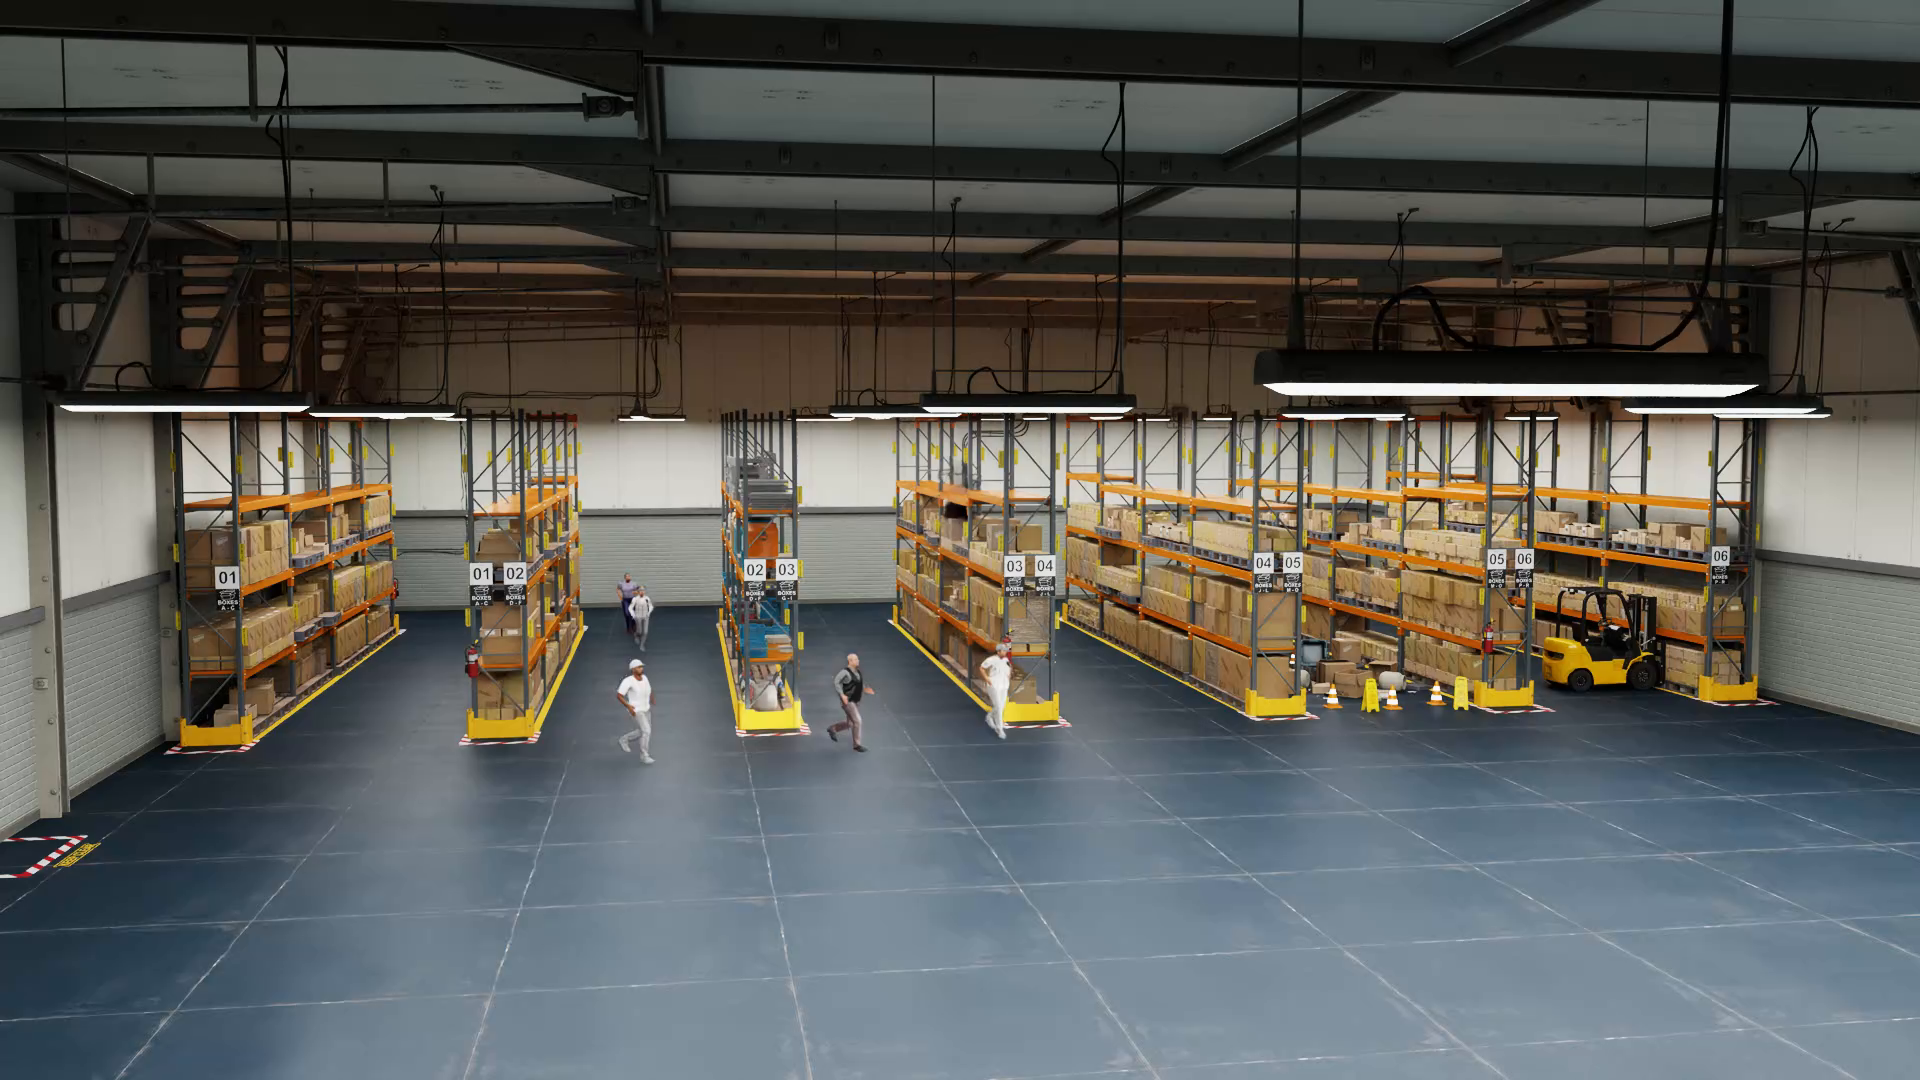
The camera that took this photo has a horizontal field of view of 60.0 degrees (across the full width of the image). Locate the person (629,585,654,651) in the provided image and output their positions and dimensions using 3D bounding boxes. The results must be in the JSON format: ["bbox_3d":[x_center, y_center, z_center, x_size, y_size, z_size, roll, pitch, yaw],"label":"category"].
[{"bbox_3d":[-8.068,1.968,42.158,0.616,1.660,0.554,-2,4,-22],"label":"person"}]

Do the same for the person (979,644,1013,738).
[{"bbox_3d":[0.734,2.753,30.779,0.628,1.668,0.926,-3,5,-40],"label":"person"}]

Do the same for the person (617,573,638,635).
[{"bbox_3d":[-9.076,1.738,45.537,0.605,1.701,0.776,-1,4,-18],"label":"person"}]

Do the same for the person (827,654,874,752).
[{"bbox_3d":[-1.990,2.845,29.206,0.887,1.706,0.644,2,4,25],"label":"person"}]

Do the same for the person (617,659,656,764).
[{"bbox_3d":[-5.488,2.892,28.227,0.751,1.754,0.692,2,4,26],"label":"person"}]
